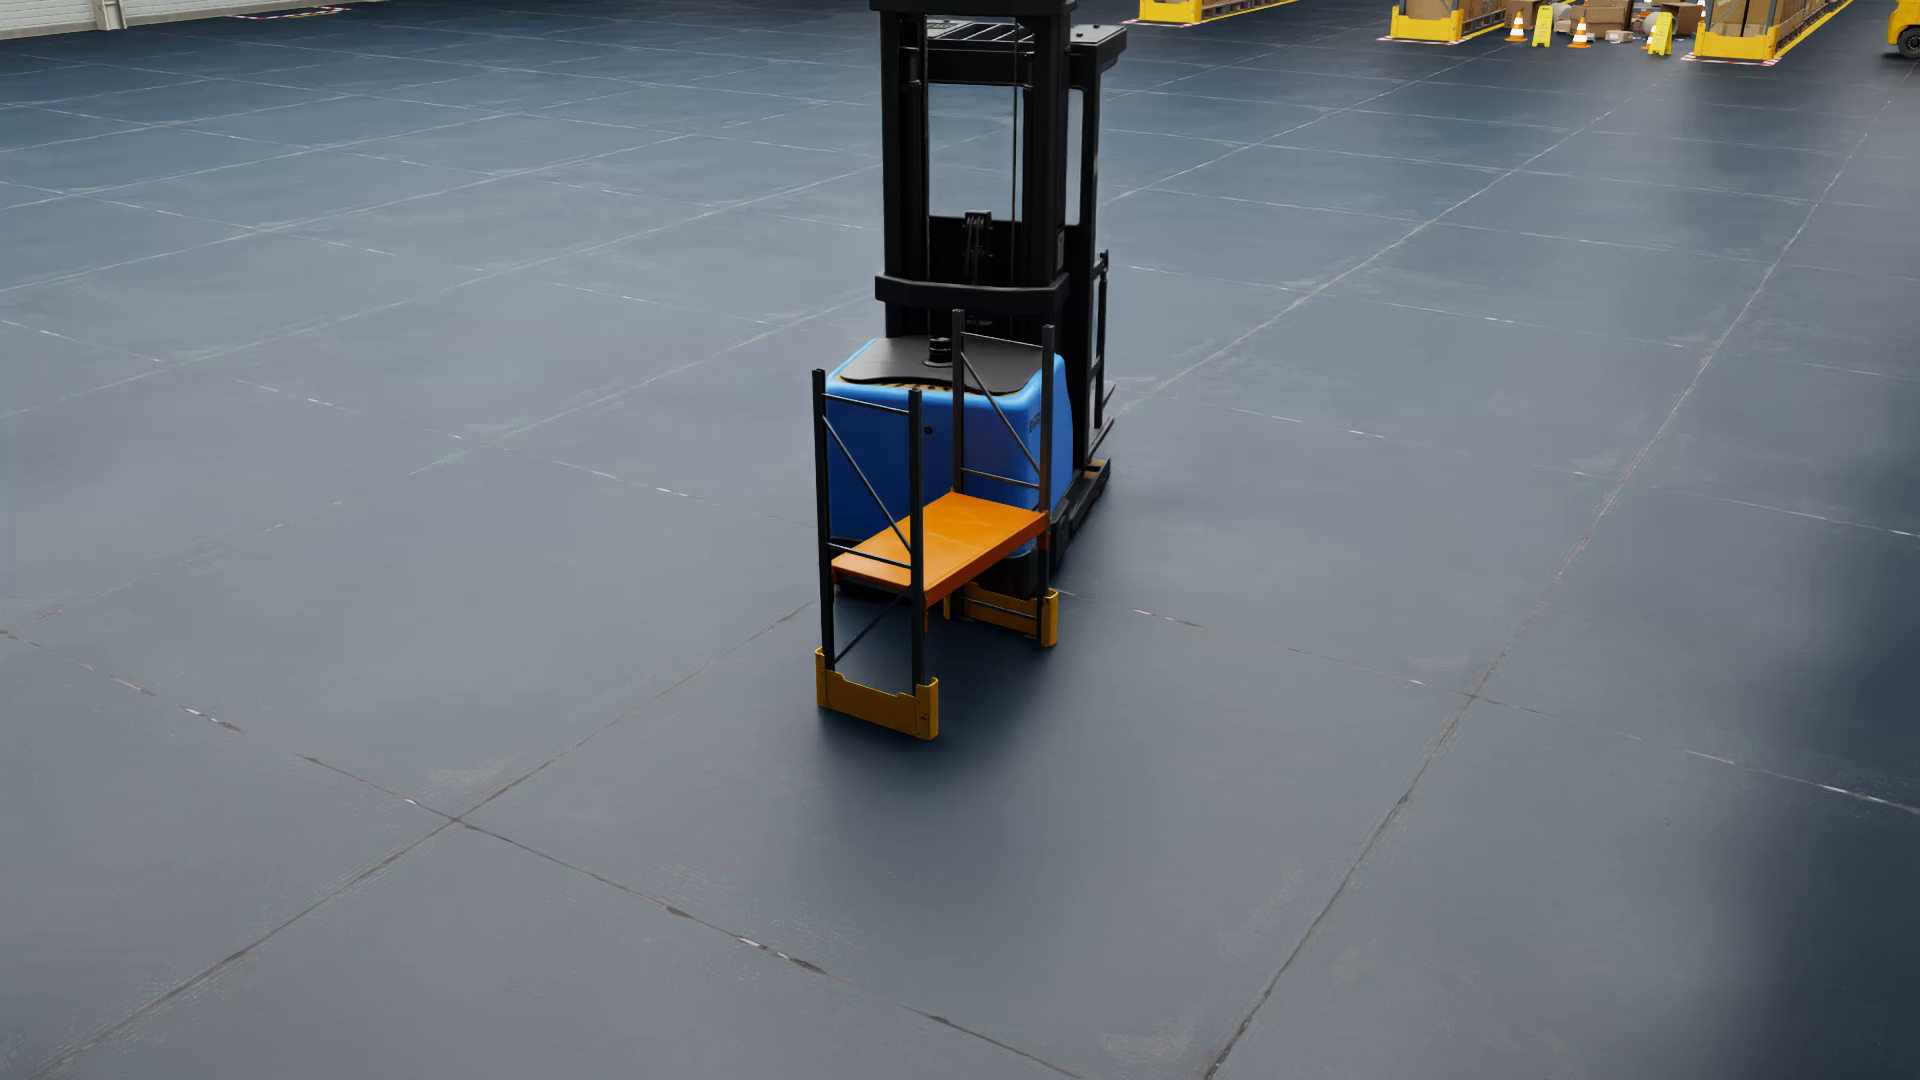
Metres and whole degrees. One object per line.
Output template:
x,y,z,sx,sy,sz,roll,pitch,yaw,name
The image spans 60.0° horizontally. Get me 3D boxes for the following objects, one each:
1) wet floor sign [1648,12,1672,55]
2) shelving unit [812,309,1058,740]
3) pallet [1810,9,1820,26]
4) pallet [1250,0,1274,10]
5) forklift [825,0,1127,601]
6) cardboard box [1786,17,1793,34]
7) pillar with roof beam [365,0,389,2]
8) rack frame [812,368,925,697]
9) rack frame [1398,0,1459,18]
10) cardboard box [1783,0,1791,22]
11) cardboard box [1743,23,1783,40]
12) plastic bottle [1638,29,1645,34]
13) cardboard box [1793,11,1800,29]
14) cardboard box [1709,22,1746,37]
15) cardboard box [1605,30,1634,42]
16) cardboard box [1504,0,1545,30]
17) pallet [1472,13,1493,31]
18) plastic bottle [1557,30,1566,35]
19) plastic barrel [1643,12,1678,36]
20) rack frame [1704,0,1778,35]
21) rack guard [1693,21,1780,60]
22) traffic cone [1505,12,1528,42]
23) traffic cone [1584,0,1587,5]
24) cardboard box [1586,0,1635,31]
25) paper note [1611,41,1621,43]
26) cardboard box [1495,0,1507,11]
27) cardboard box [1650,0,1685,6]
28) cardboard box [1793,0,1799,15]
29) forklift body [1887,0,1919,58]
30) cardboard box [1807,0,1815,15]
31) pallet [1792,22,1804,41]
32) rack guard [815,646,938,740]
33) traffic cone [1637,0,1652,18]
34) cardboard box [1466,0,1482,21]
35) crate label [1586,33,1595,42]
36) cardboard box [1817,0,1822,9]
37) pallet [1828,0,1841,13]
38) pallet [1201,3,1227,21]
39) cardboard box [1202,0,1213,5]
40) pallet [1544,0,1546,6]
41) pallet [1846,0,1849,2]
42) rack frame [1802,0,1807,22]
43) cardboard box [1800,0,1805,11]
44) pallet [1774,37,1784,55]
11.338,-8.177,26.827,0.232,0.644,0.267,-17,29,-35,wet floor sign
-0.084,-0.104,7.102,0.587,1.500,1.083,14,27,30,shelving unit
15.510,-9.845,31.225,1.003,0.211,1.213,14,27,29,pallet
5.714,-11.011,33.919,1.003,0.211,1.213,14,27,29,pallet
0.224,-1.600,8.757,1.130,2.935,3.031,7,24,15,forklift
13.561,-8.600,27.774,0.500,0.250,0.500,16,28,32,cardboard box
-8.569,-14.532,30.991,9.100,9.000,0.400,14,27,29,pillar with roof beam
-0.362,0.069,6.702,0.500,1.500,0.032,14,27,30,rack frame
8.089,-10.101,28.307,1.000,3.000,0.127,14,27,29,rack frame
13.292,-8.773,27.227,0.500,0.500,0.500,13,26,27,cardboard box
13.008,-8.243,26.948,0.500,0.250,0.500,14,27,29,cardboard box
12.184,-9.057,29.594,0.133,0.061,0.283,20,30,38,plastic bottle
14.102,-8.941,28.560,0.500,0.250,0.500,13,27,28,cardboard box
12.558,-8.366,27.232,0.500,0.250,0.500,14,27,29,cardboard box
11.323,-8.655,28.555,0.250,0.149,0.380,-12,26,-26,cardboard box
10.252,-9.566,30.215,0.500,0.500,0.500,20,30,38,cardboard box
9.089,-9.518,30.470,1.003,0.211,1.213,14,27,29,pallet
10.638,-8.981,29.420,0.133,0.061,0.283,5,24,11,plastic bottle
12.151,-8.930,28.845,0.421,0.421,0.512,-7,24,-17,plastic barrel
12.348,-9.098,25.990,1.000,3.000,0.127,14,27,29,rack frame
12.388,-7.976,26.546,1.175,0.500,0.348,14,27,29,rack guard
9.576,-8.818,28.538,0.336,0.463,0.334,14,27,29,traffic cone
12.189,-10.423,32.244,0.336,0.463,0.334,14,27,29,traffic cone
11.610,-9.455,29.787,0.797,0.637,0.503,14,27,29,cardboard box
11.155,-8.471,28.280,0.148,0.019,0.142,5,24,11,paper note
9.808,-10.471,31.308,0.875,0.875,0.875,14,27,30,cardboard box
12.930,-10.011,30.293,0.500,0.500,0.500,14,27,29,cardboard box
13.839,-9.122,28.035,0.500,0.500,0.500,15,28,32,cardboard box
16.017,-8.692,26.120,2.313,2.155,1.214,14,27,29,forklift body
15.109,-9.856,30.519,0.950,0.372,0.625,16,28,32,cardboard box
14.133,-8.934,29.122,1.003,0.211,1.213,14,27,29,pallet
-0.352,0.637,6.965,0.587,0.250,0.087,14,27,30,rack guard
13.226,-10.303,31.967,0.336,0.463,0.334,14,27,29,traffic cone
8.853,-9.859,29.894,0.875,0.875,0.875,13,27,28,cardboard box
10.718,-8.596,28.433,0.250,0.136,0.298,1,23,2,crate label
15.879,-10.345,31.651,0.950,0.372,0.625,13,27,28,cardboard box
17.048,-10.768,33.359,1.003,0.211,1.213,14,27,29,pallet
4.427,-10.187,32.017,1.003,0.211,1.213,14,27,29,pallet
4.558,-10.636,32.162,0.500,0.500,0.500,-20,31,-39,cardboard box
11.185,-10.861,33.573,1.003,0.211,1.213,14,27,29,pallet
18.335,-11.592,35.261,1.003,0.211,1.213,14,27,29,pallet
14.458,-10.448,29.108,1.000,3.000,0.127,14,27,29,rack frame
14.374,-9.467,28.831,0.500,0.500,0.500,13,27,28,cardboard box
12.846,-8.111,27.219,1.003,0.211,1.213,14,27,29,pallet
